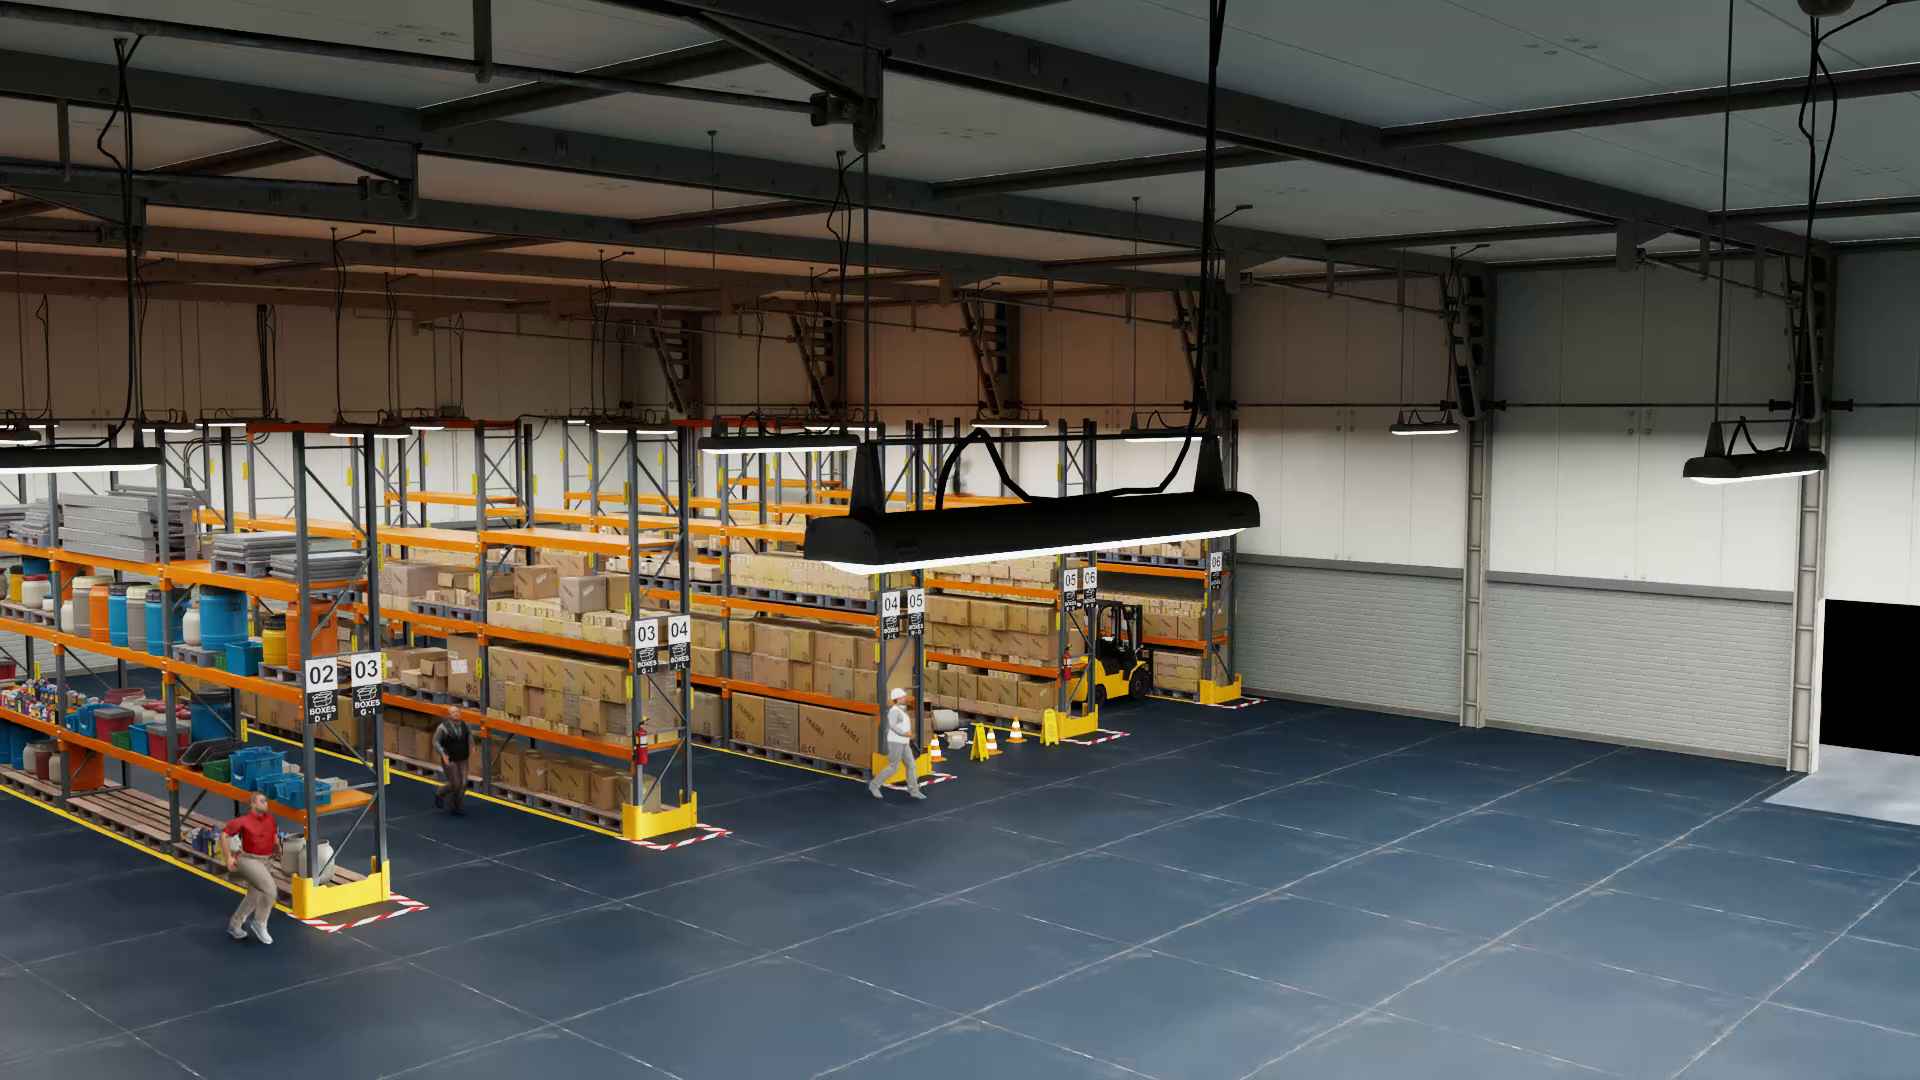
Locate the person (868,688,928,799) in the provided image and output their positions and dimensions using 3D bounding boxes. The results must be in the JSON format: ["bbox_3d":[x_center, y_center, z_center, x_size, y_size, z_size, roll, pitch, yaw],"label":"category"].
[{"bbox_3d":[-0.959,3.263,26.715,0.949,1.758,0.725,1,5,10],"label":"person"}]

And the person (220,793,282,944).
[{"bbox_3d":[-8.330,3.869,19.745,0.688,1.704,0.659,1,5,13],"label":"person"}]

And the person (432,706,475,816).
[{"bbox_3d":[-7.788,3.400,25.669,0.627,1.696,0.656,4,6,43],"label":"person"}]
